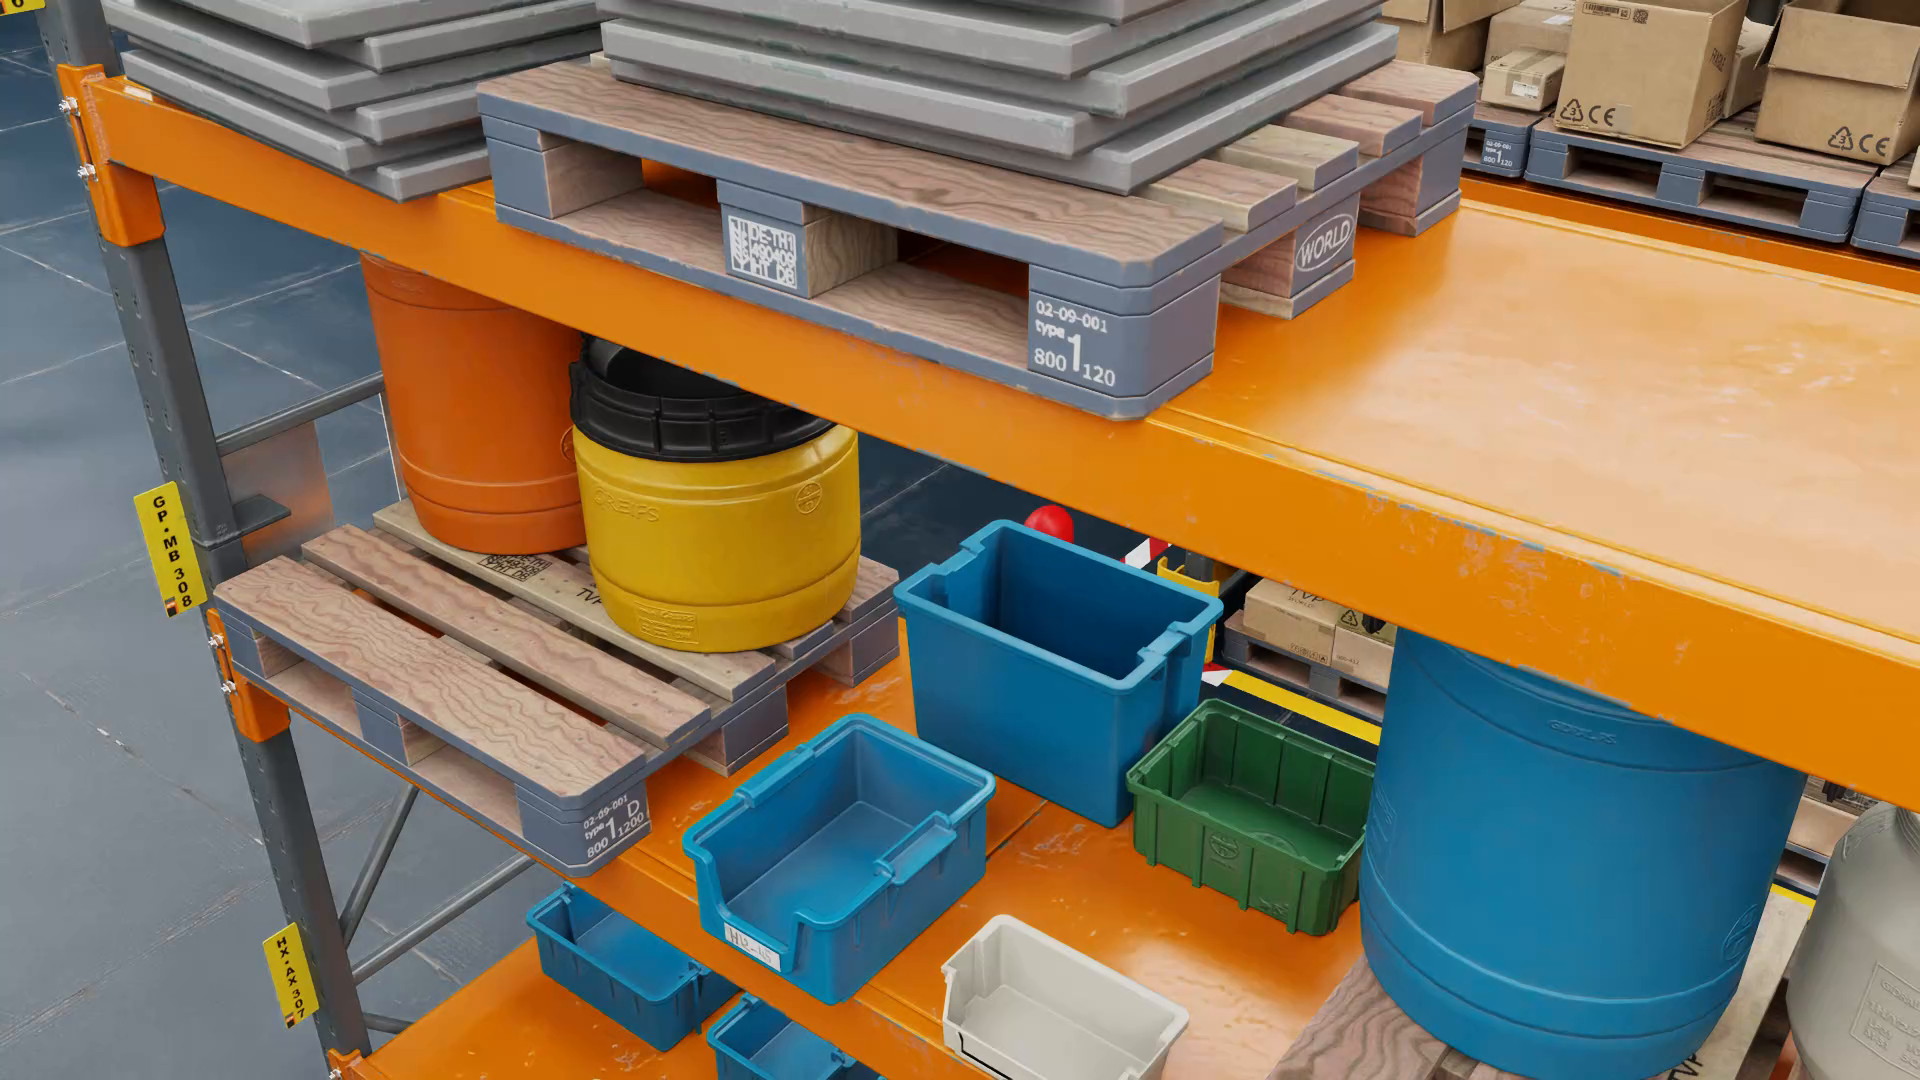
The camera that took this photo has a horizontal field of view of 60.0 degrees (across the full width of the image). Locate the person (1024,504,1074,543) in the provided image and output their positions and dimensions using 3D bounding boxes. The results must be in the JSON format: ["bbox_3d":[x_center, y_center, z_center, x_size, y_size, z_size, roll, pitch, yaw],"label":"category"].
[{"bbox_3d":[0.367,0.609,7.044,0.608,1.779,0.453,21,36,31],"label":"person"}]
